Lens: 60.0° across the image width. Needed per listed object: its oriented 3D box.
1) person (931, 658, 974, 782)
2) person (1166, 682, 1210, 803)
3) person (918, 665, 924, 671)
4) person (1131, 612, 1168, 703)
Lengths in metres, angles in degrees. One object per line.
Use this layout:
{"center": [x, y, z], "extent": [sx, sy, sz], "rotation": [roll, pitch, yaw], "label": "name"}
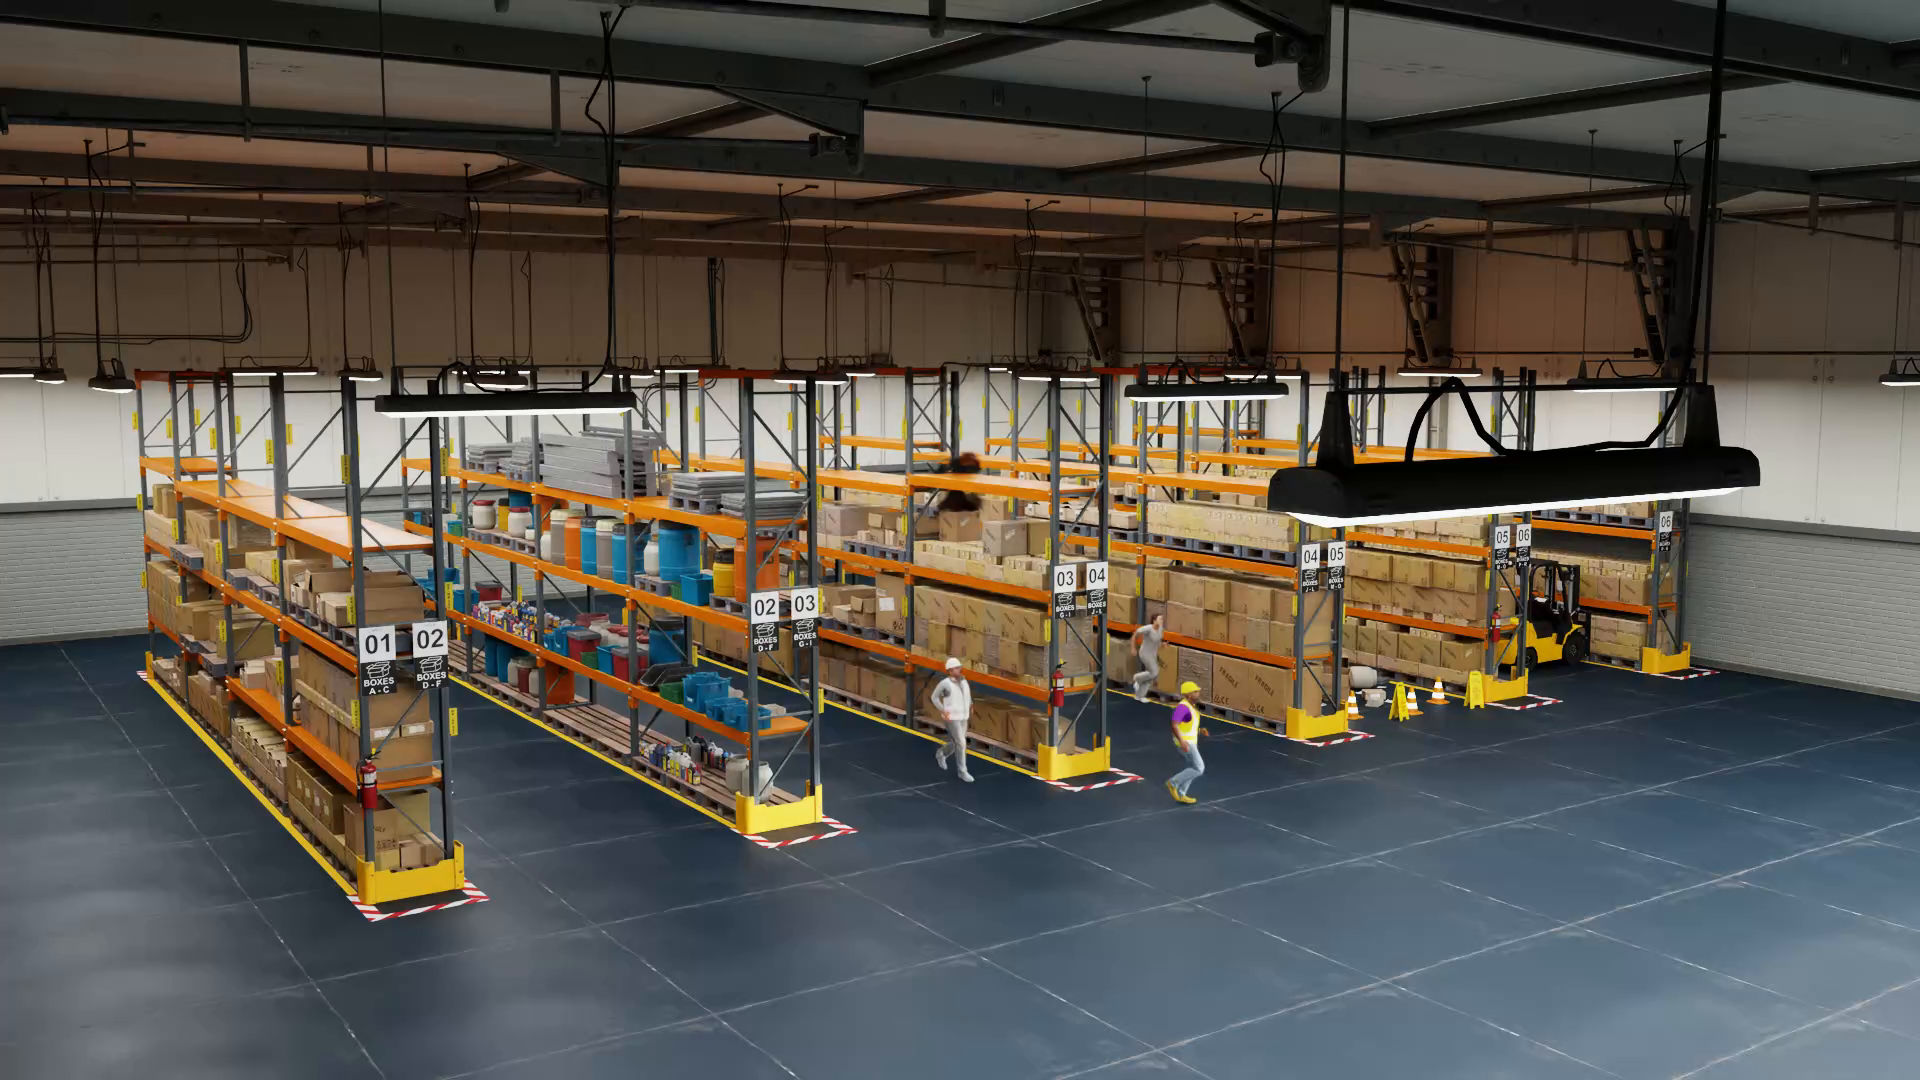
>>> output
{"center": [-0.087, 2.606, 24.376], "extent": [0.823, 1.774, 0.664], "rotation": [6, 9, 43], "label": "person"}
{"center": [3.205, 2.841, 23.389], "extent": [0.583, 1.728, 0.717], "rotation": [1, 7, 13], "label": "person"}
{"center": [-0.626, 1.842, 32.092], "extent": [0.607, 1.509, 0.862], "rotation": [-5, 8, -38], "label": "person"}
{"center": [3.296, 2.027, 28.708], "extent": [0.671, 1.592, 0.552], "rotation": [6, 9, 43], "label": "person"}
